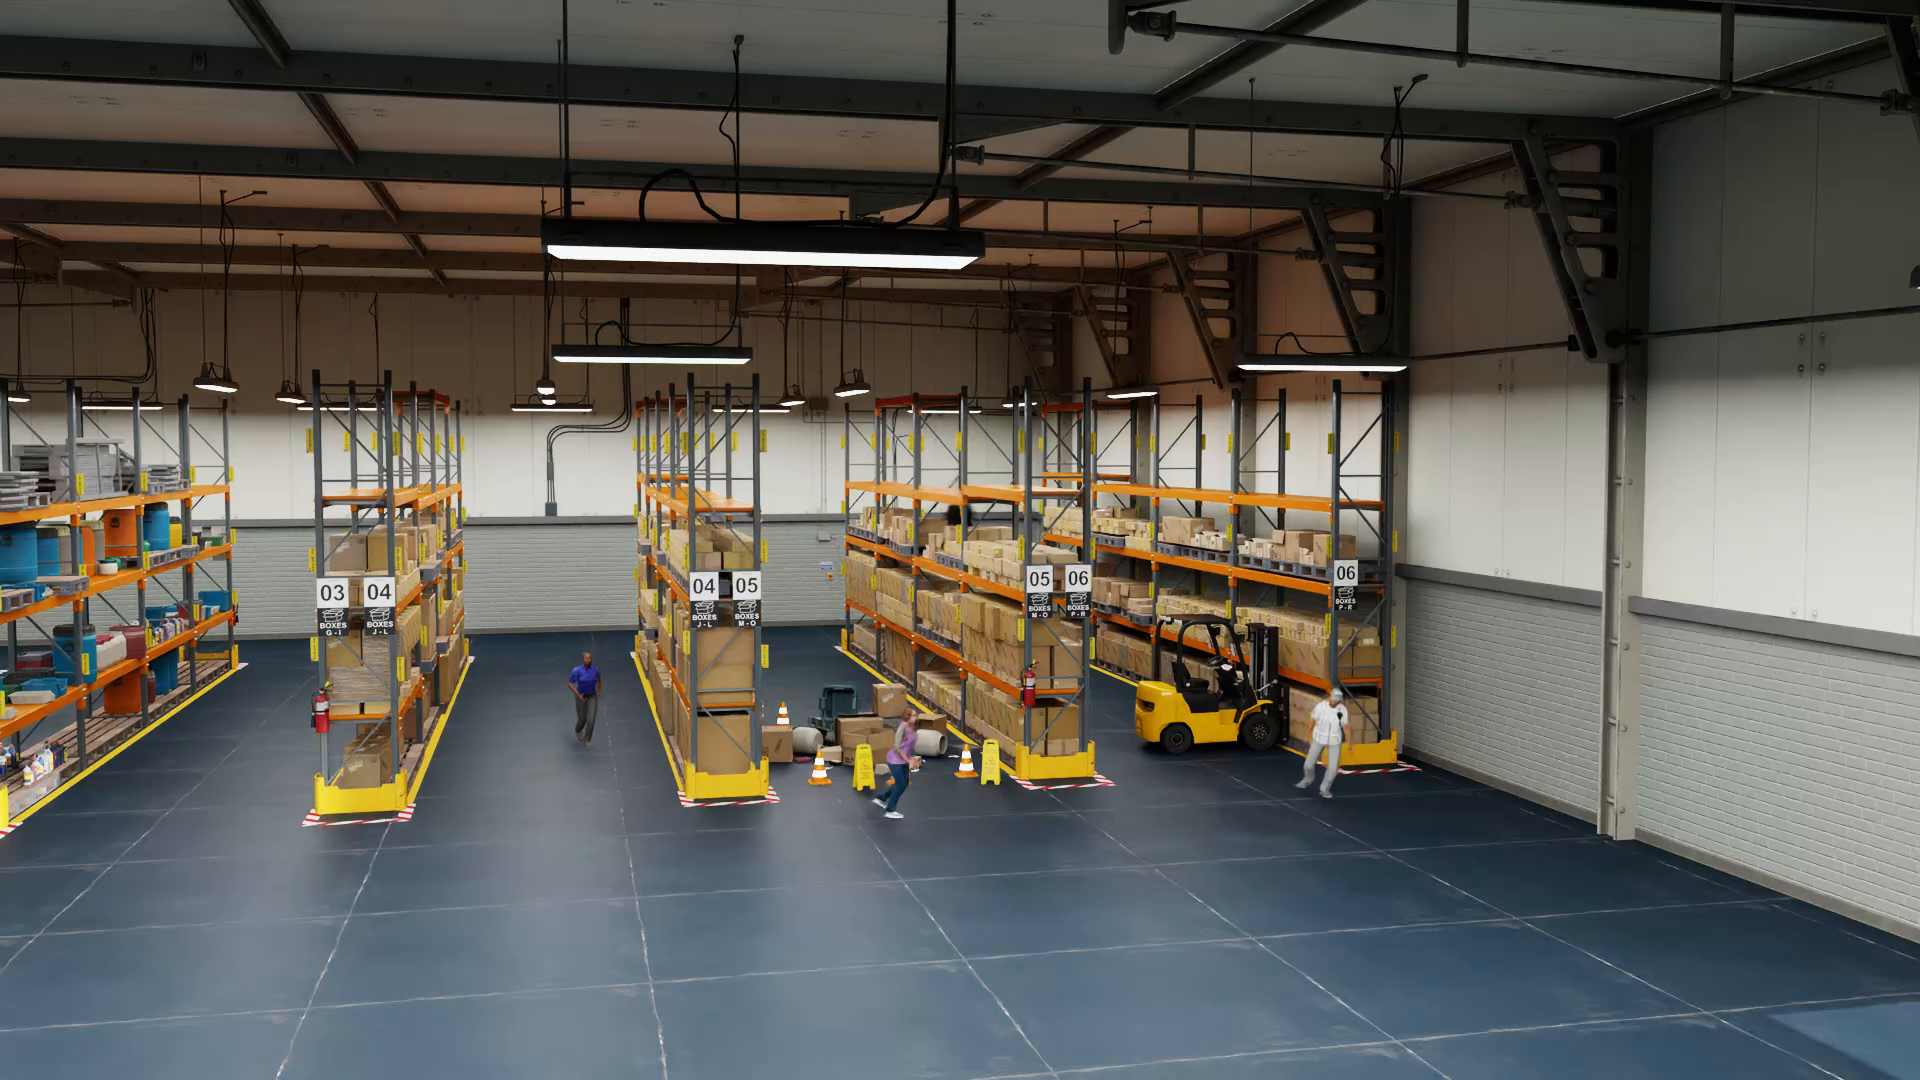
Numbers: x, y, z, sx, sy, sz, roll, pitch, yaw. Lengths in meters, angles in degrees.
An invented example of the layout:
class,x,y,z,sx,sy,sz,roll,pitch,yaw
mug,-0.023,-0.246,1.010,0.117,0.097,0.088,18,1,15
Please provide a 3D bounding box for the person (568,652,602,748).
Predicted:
class,x,y,z,sx,sy,sz,roll,pitch,yaw
person,-6.201,2.628,27.520,0.572,1.603,0.647,-2,4,-25

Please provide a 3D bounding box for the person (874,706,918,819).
class,x,y,z,sx,sy,sz,roll,pitch,yaw
person,-0.857,2.962,22.194,0.686,1.527,0.511,1,4,20

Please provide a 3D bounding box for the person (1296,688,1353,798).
class,x,y,z,sx,sy,sz,roll,pitch,yaw
person,5.156,2.850,23.512,0.769,1.582,0.687,0,3,8
